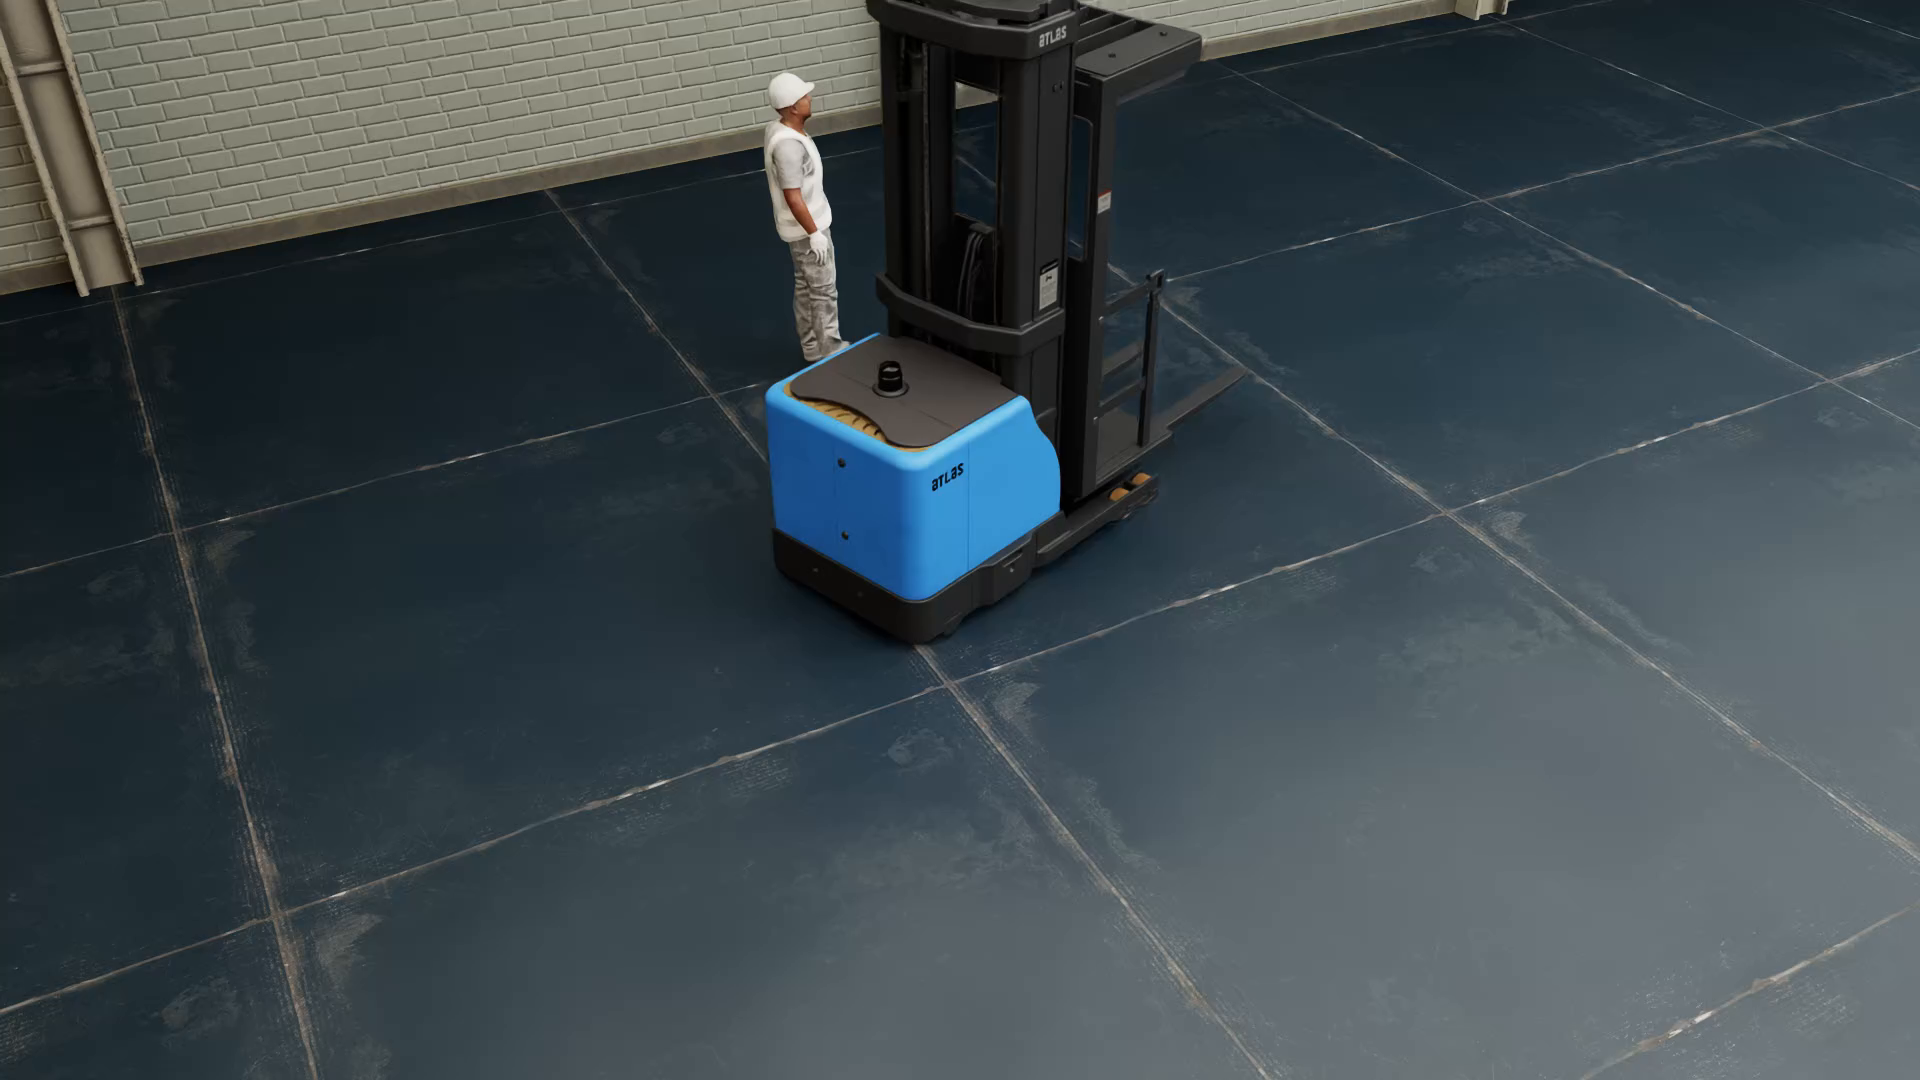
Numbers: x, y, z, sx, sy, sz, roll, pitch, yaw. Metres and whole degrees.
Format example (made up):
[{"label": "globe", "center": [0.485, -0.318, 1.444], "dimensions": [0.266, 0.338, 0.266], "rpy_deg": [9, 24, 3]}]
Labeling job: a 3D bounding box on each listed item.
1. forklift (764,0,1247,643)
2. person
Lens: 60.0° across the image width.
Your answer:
[{"label": "forklift", "center": [0.418, -1.480, 8.217], "dimensions": [1.130, 2.935, 3.031], "rpy_deg": [27, 43, 33]}, {"label": "person", "center": [-0.829, -1.847, 9.719], "dimensions": [0.574, 1.783, 0.656], "rpy_deg": [-7, 36, -10]}]
